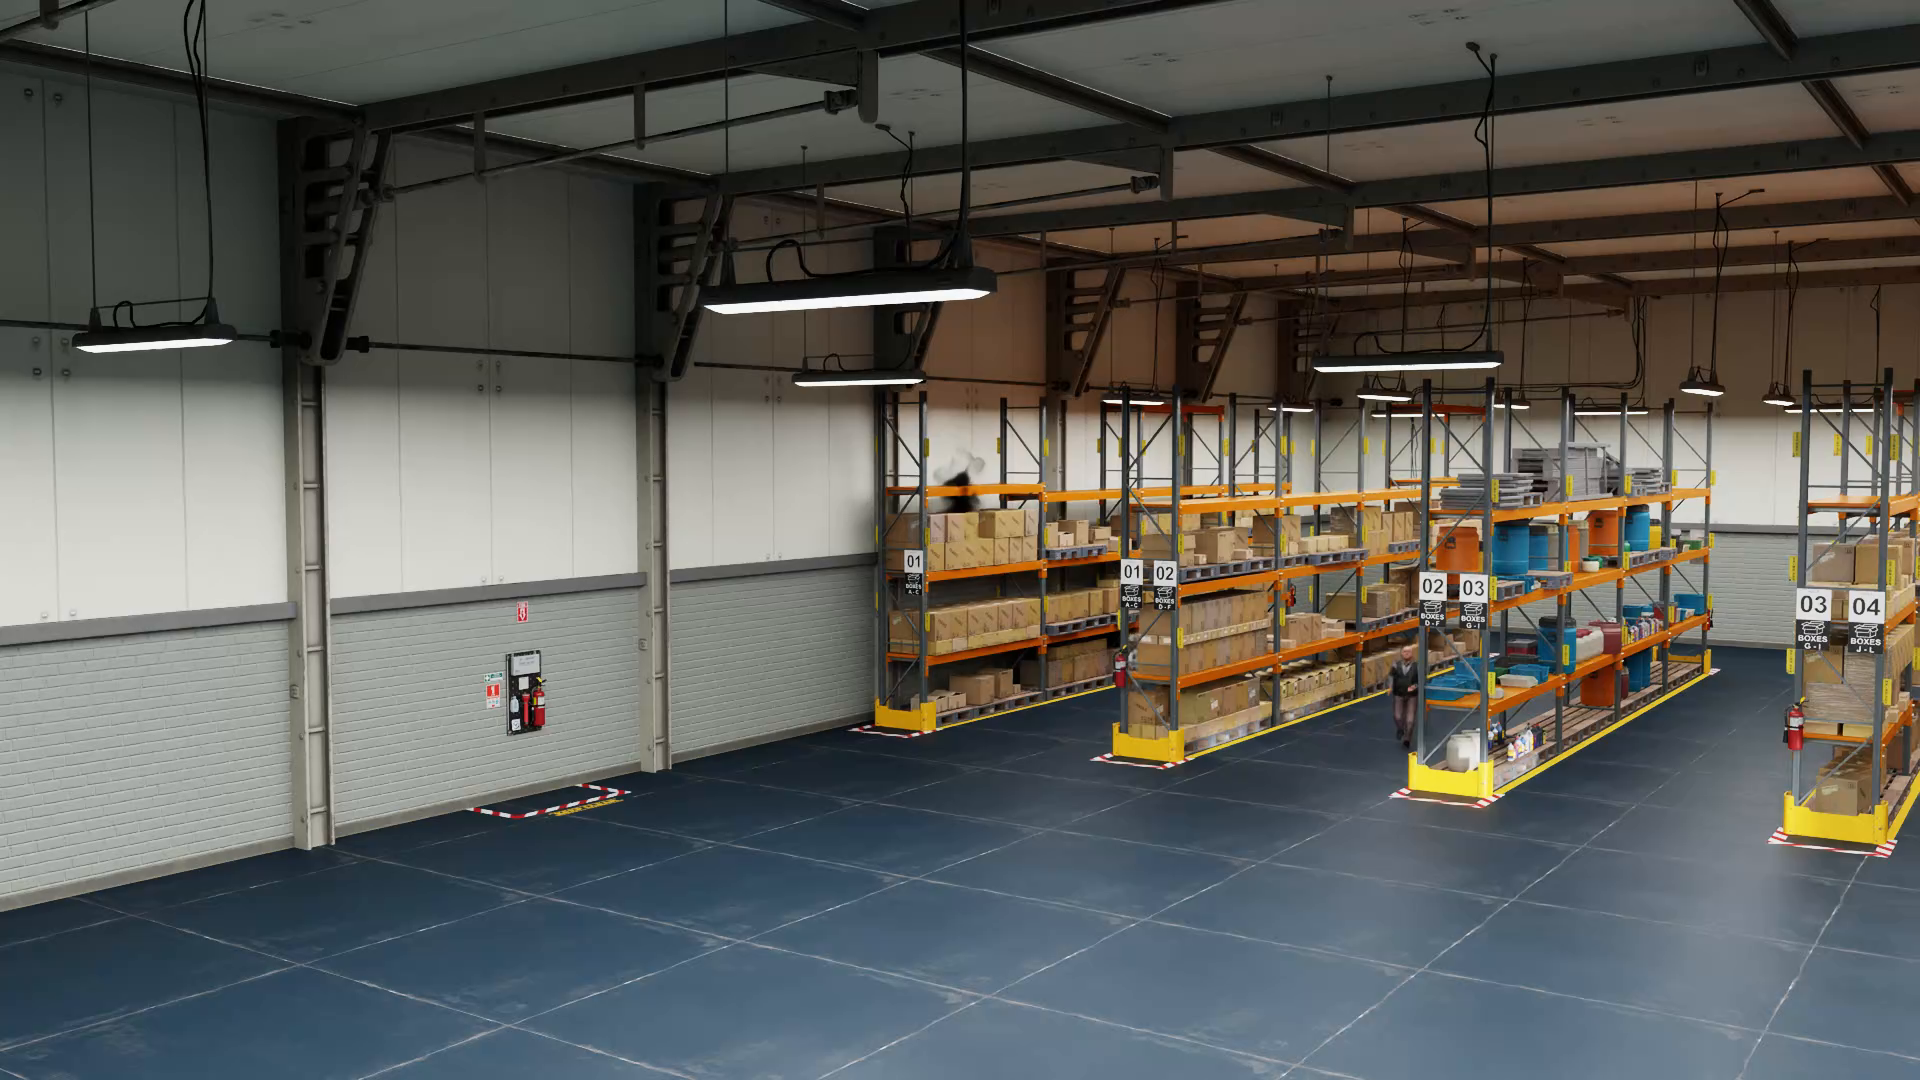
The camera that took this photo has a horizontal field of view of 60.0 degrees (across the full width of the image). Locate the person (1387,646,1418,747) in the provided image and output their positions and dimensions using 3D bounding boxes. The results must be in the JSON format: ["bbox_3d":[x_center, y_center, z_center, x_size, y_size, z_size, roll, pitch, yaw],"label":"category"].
[{"bbox_3d":[7.445,2.621,27.795,0.652,1.676,0.569,1,3,20],"label":"person"}]

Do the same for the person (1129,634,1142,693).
[{"bbox_3d":[3.064,2.509,29.685,0.587,1.671,0.871,2,4,32],"label":"person"}]
